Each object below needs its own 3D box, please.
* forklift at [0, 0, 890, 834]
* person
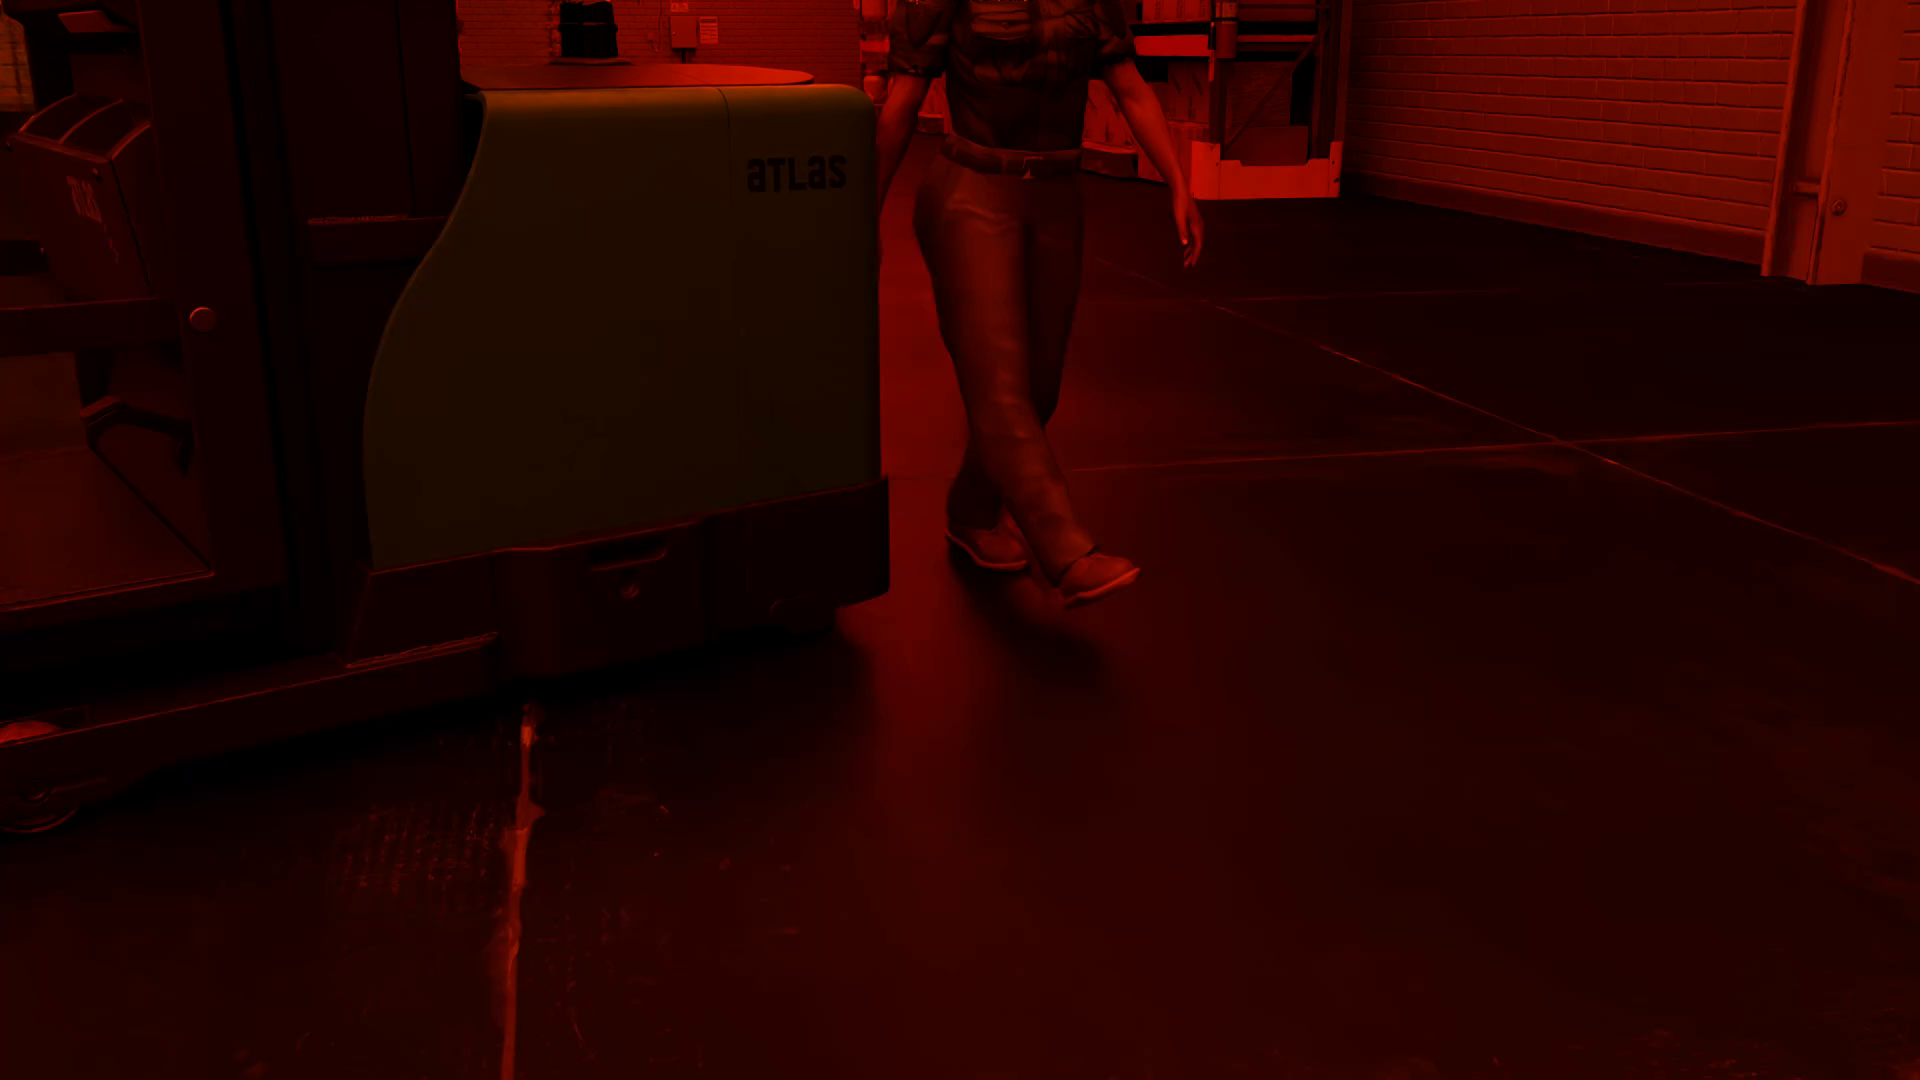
[{"bbox_3d":[-1.636,-1.099,2.565,3.031,2.935,1.130,-12,20,-34],"label":"forklift"},{"bbox_3d":[0.146,-0.639,3.376,0.635,1.598,0.872,-11,20,-32],"label":"person"}]
